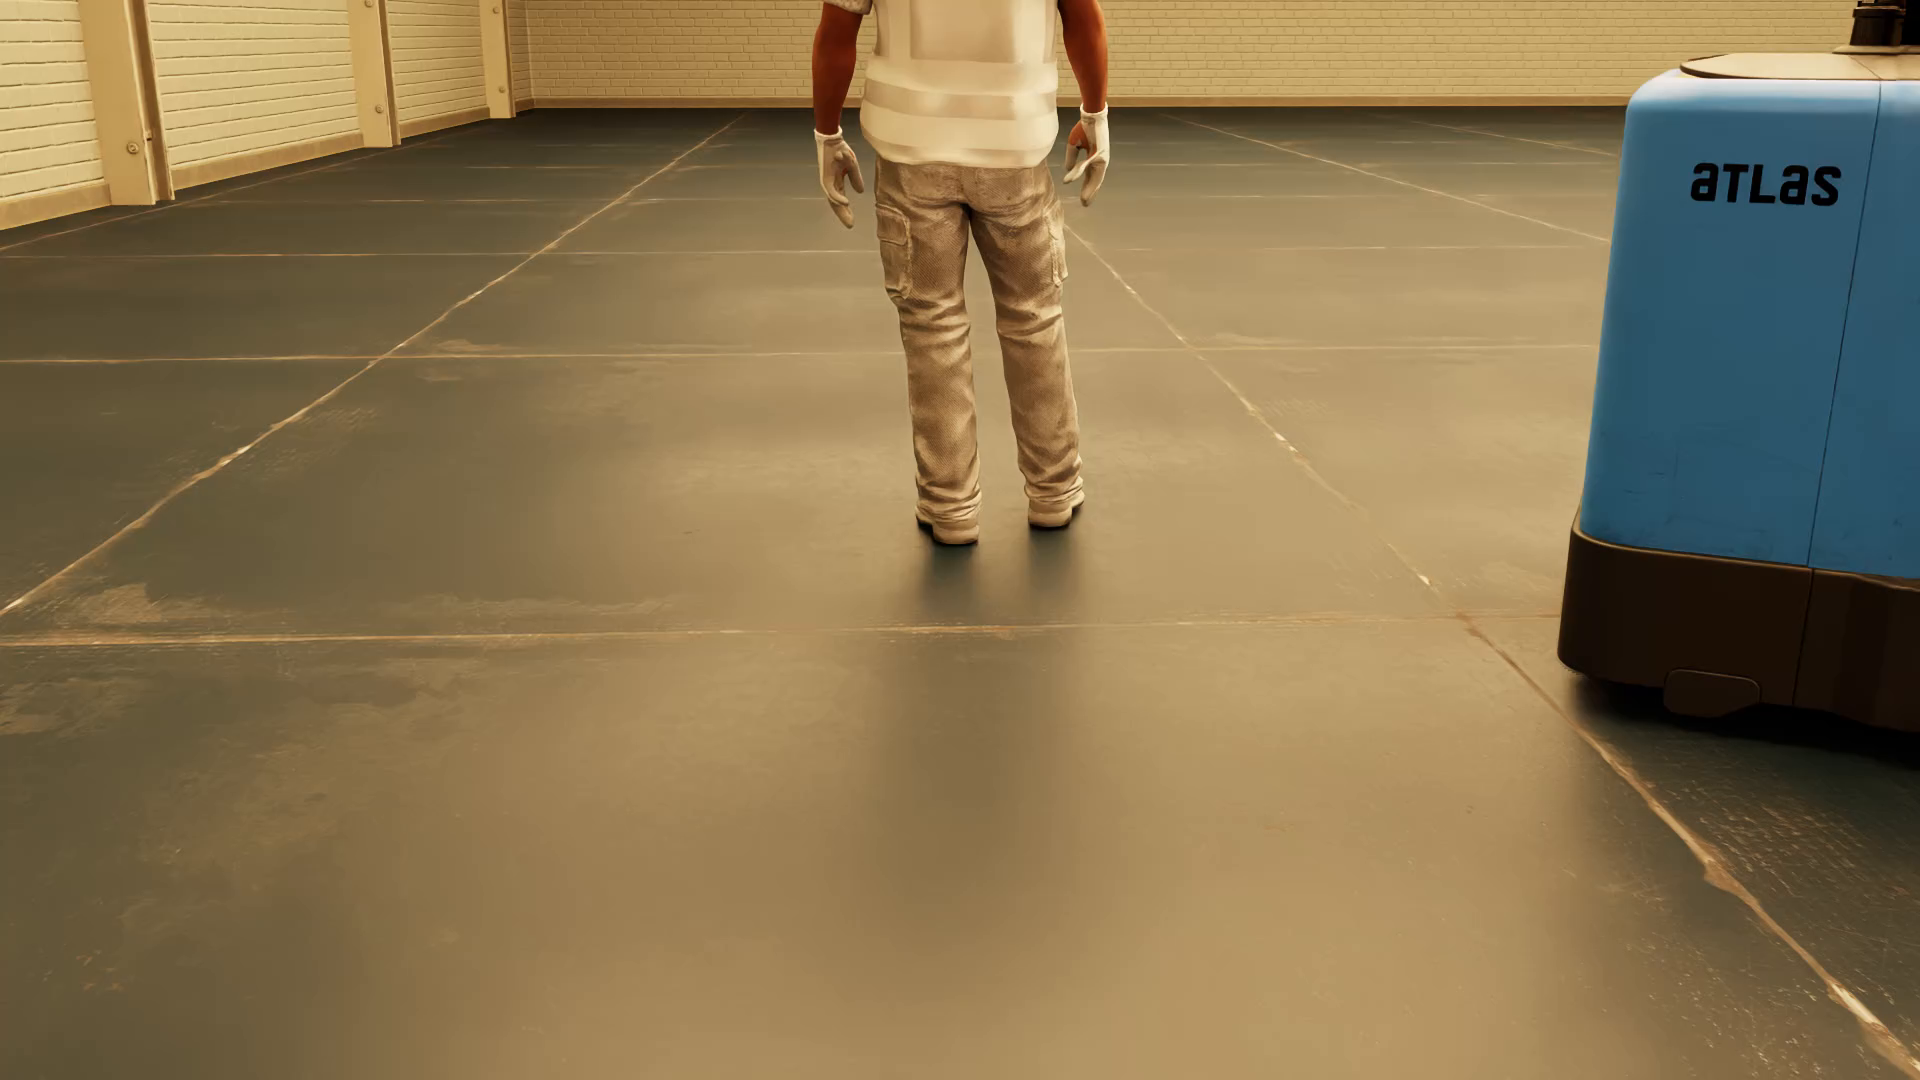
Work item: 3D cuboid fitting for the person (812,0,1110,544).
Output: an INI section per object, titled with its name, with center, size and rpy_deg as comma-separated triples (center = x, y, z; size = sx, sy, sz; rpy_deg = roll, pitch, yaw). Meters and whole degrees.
[person]
center = 0.005, -0.881, 3.725
size = 0.657, 1.785, 0.575
rpy_deg = -1, 17, -3

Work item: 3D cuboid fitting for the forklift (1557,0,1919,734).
[forklift]
center = 2.632, -1.058, 2.365
size = 3.031, 2.935, 1.130
rpy_deg = 8, 19, 23
